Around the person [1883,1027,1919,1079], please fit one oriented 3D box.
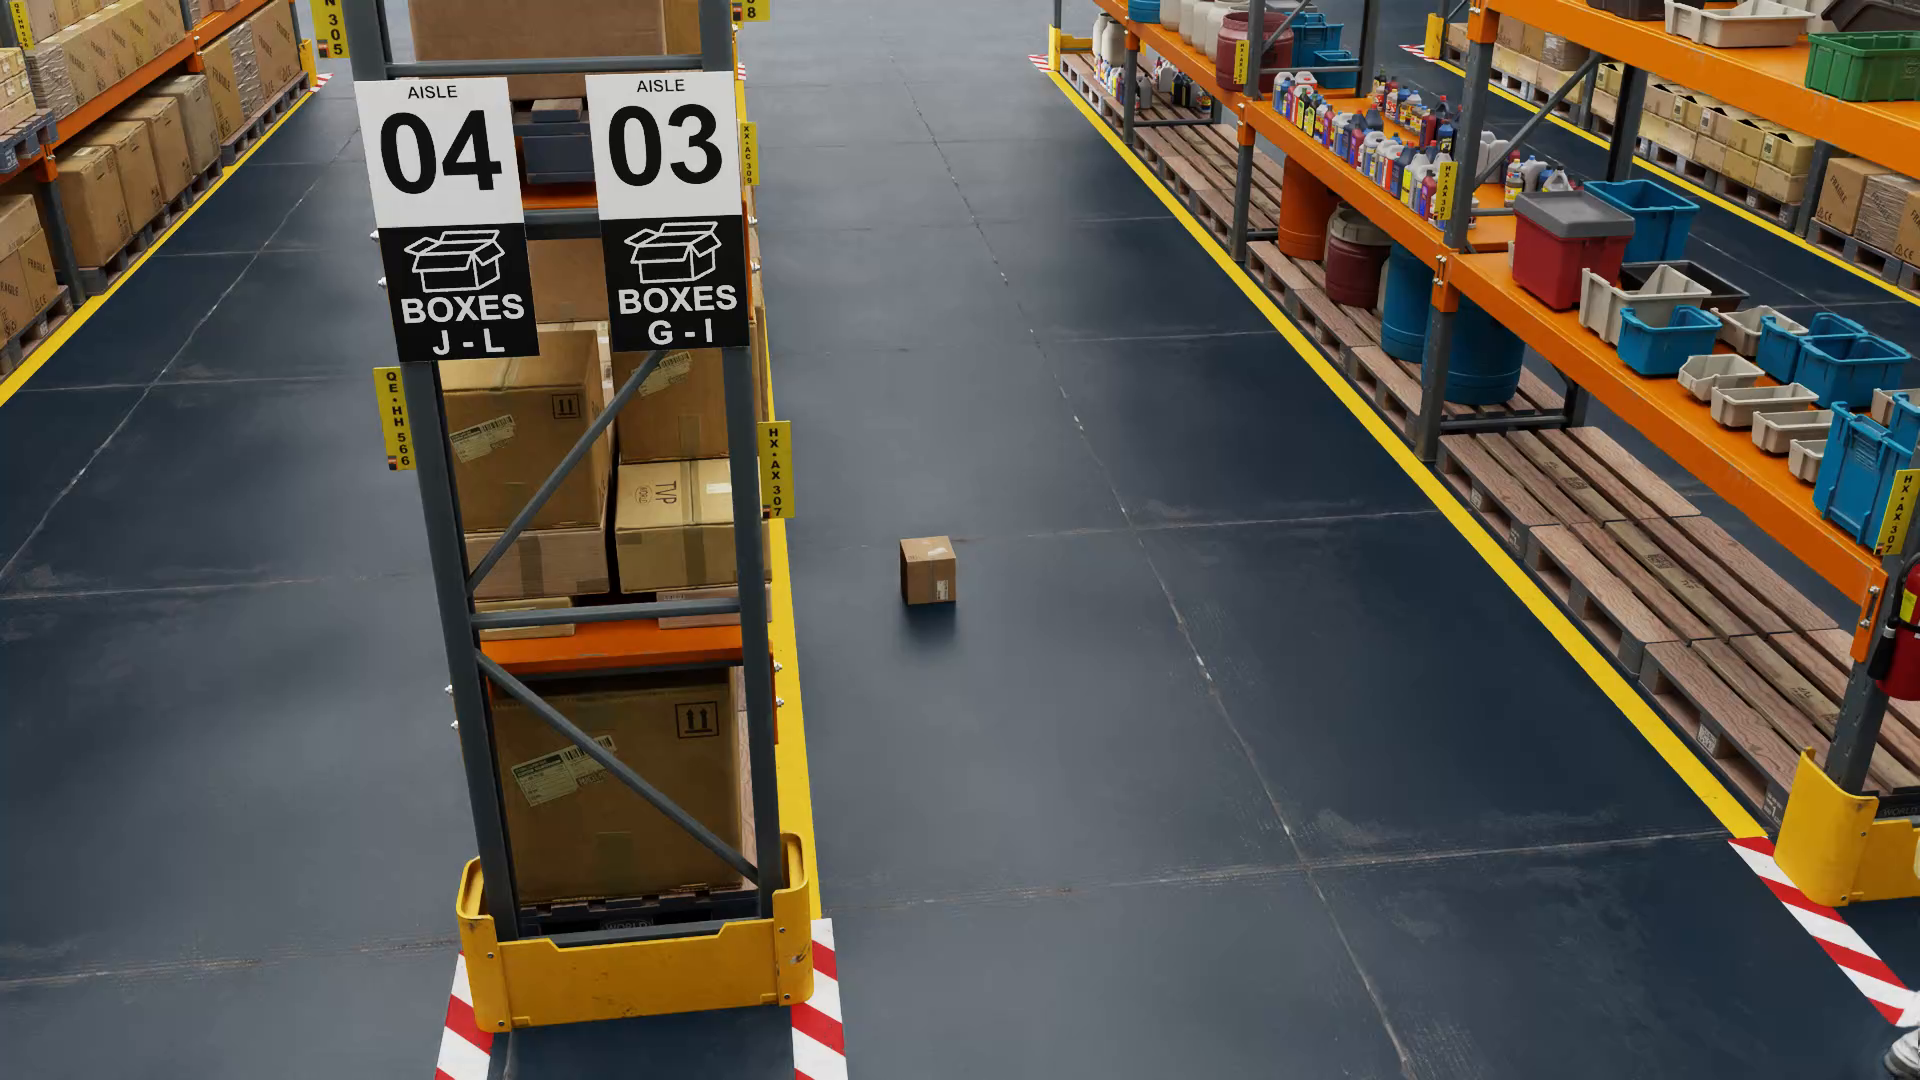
[{"bbox_3d":[3.346,1.176,4.777,0.948,1.753,0.534,18,32,32],"label":"person"}]
